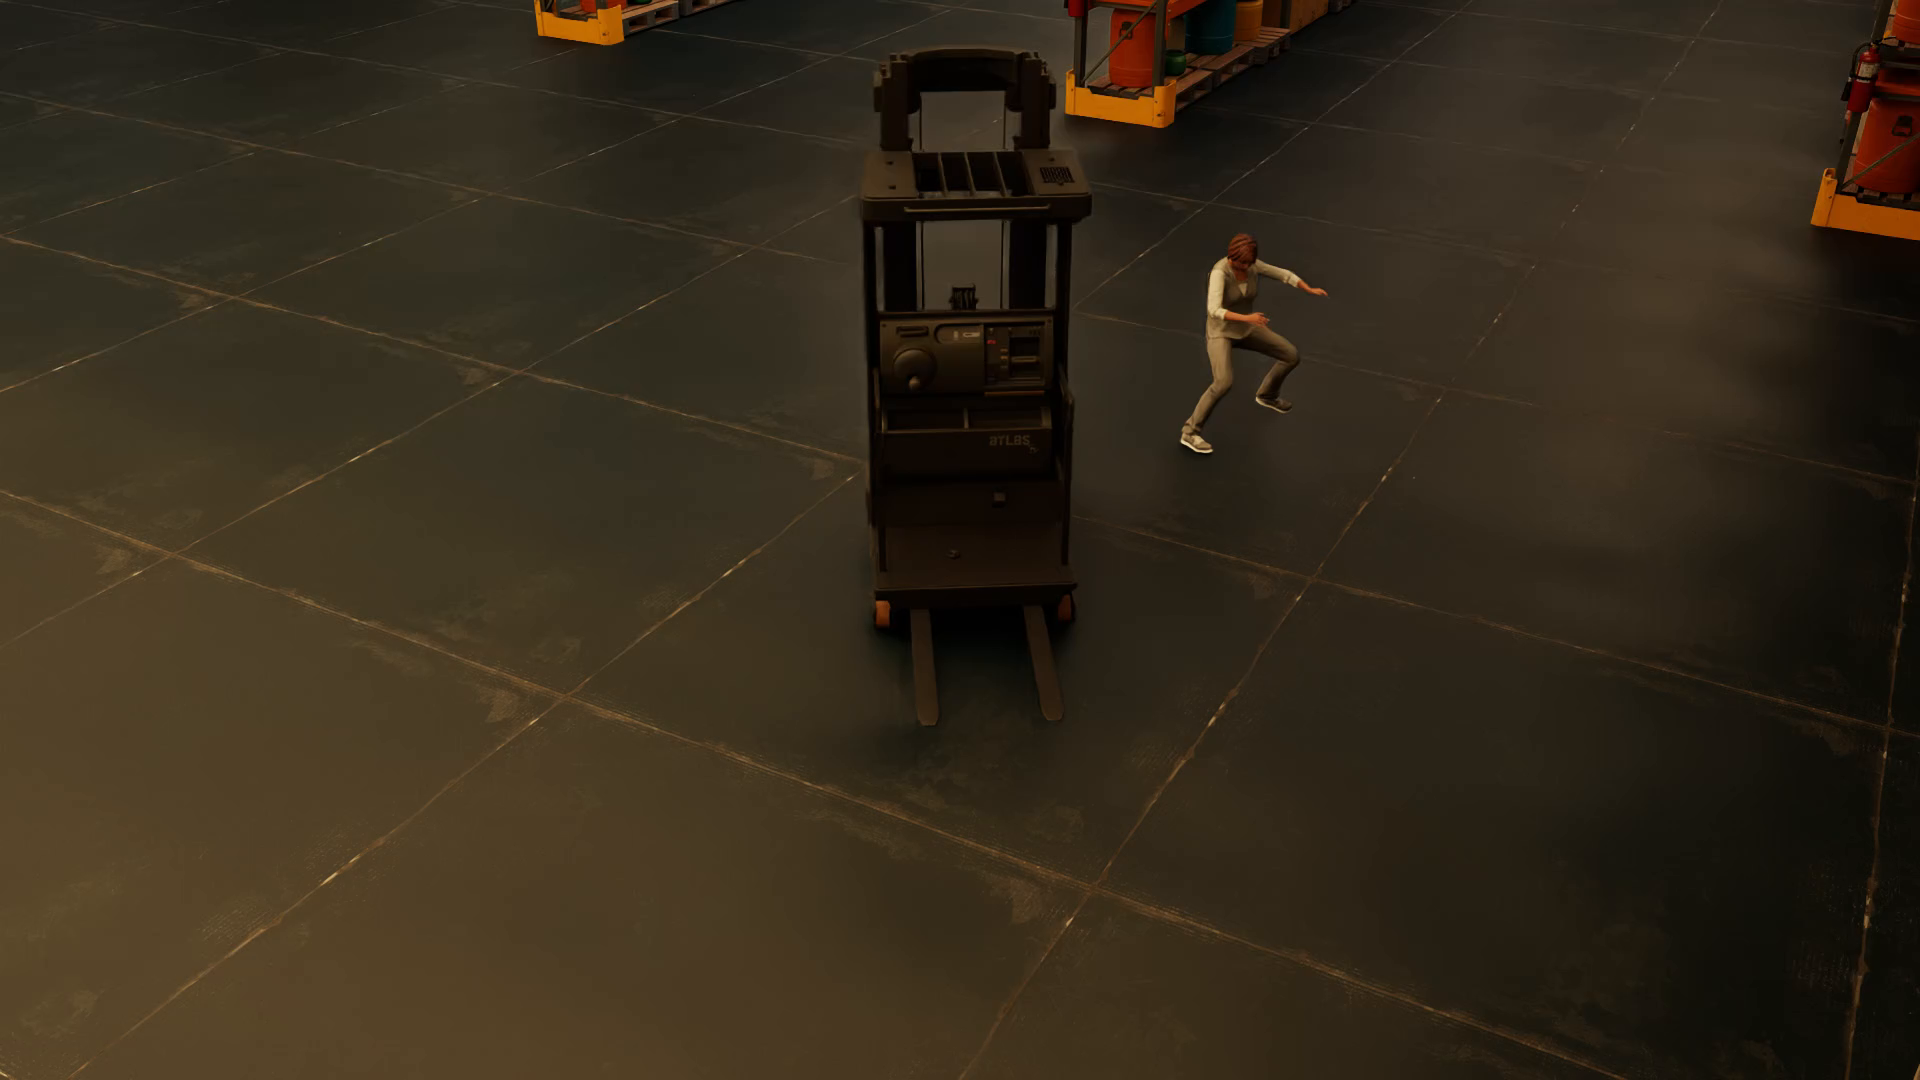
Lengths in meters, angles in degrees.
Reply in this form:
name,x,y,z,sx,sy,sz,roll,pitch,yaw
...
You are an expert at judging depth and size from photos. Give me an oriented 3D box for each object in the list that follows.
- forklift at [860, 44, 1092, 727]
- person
name,x,y,z,sx,sy,sz,roll,pitch,yaw
forklift,0.054,-0.947,8.712,1.130,2.935,3.031,-2,30,-3
person,1.899,-1.334,10.951,0.955,1.359,0.658,-14,33,-23
